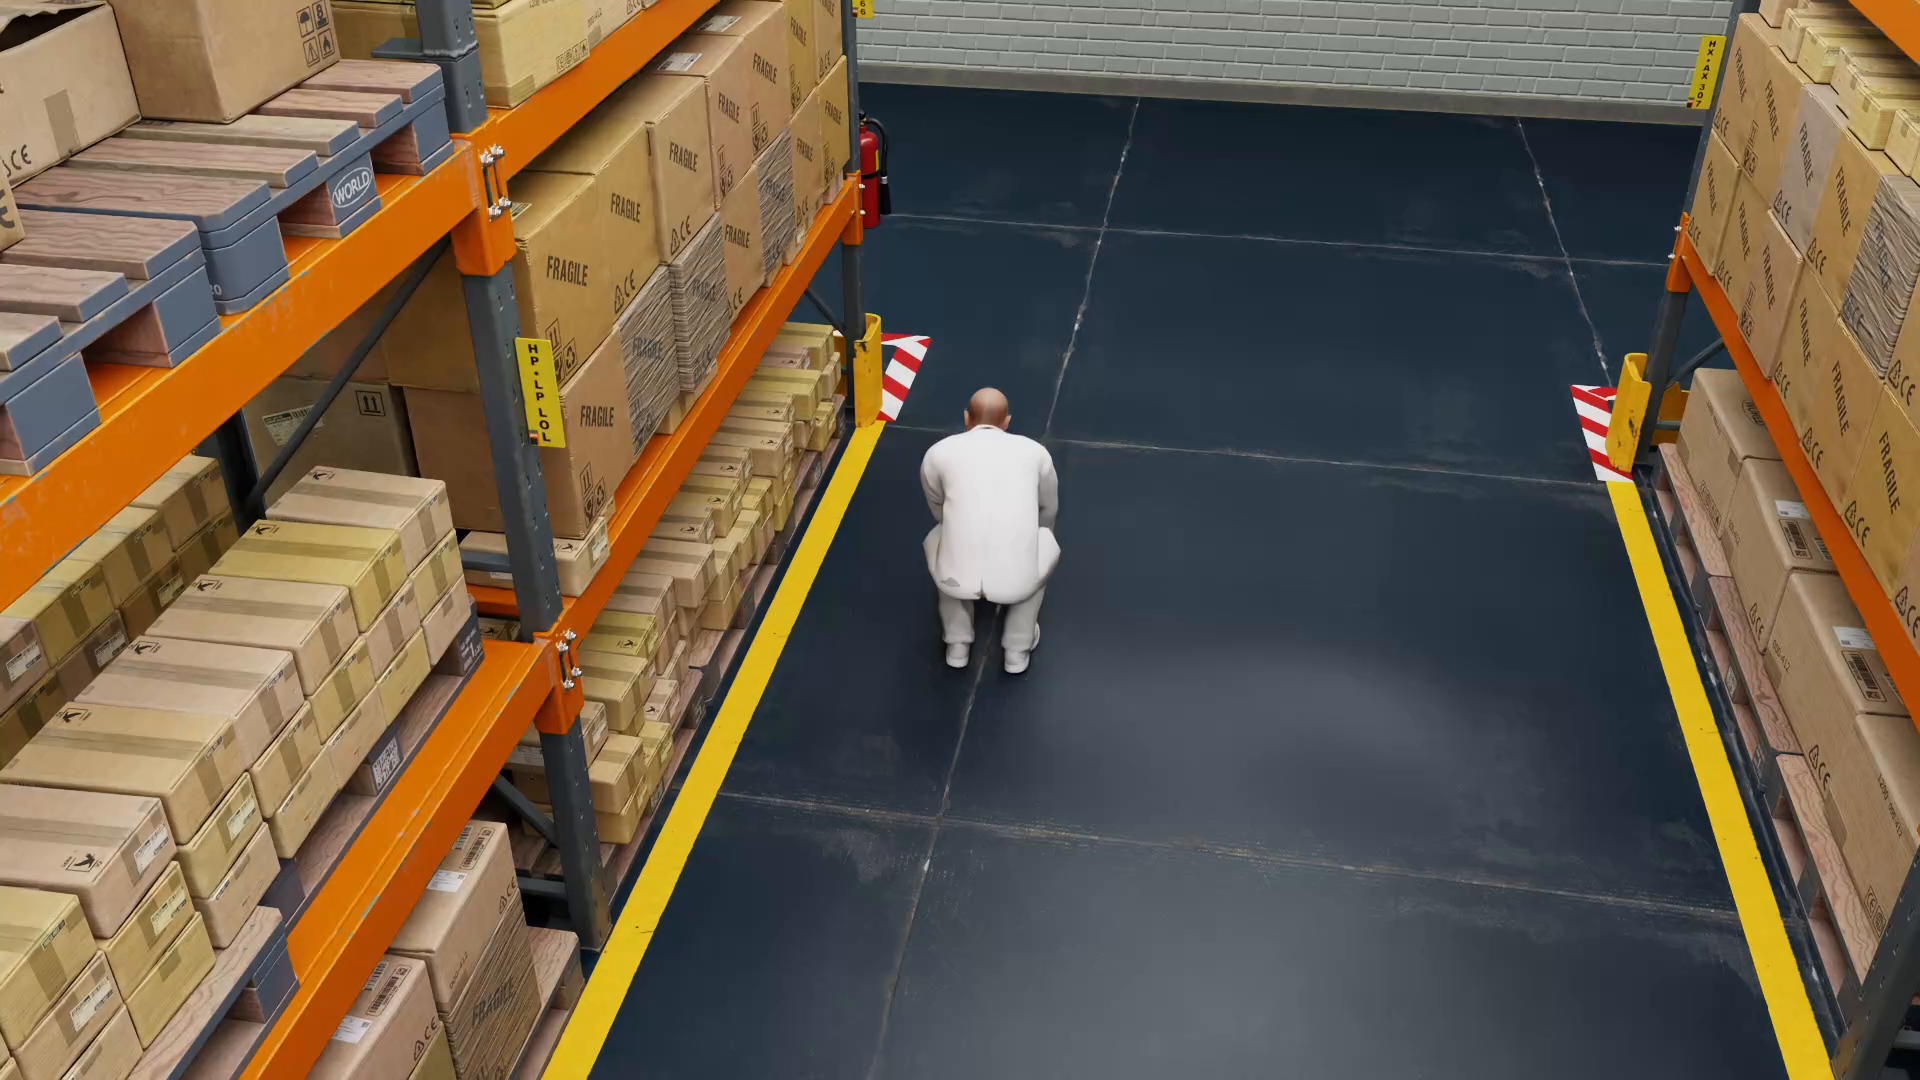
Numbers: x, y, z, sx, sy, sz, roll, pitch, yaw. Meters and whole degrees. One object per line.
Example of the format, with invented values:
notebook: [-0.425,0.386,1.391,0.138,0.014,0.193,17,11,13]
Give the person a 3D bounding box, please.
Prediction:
person: [0.123,-0.045,6.941,0.612,1.020,0.913,5,32,7]
